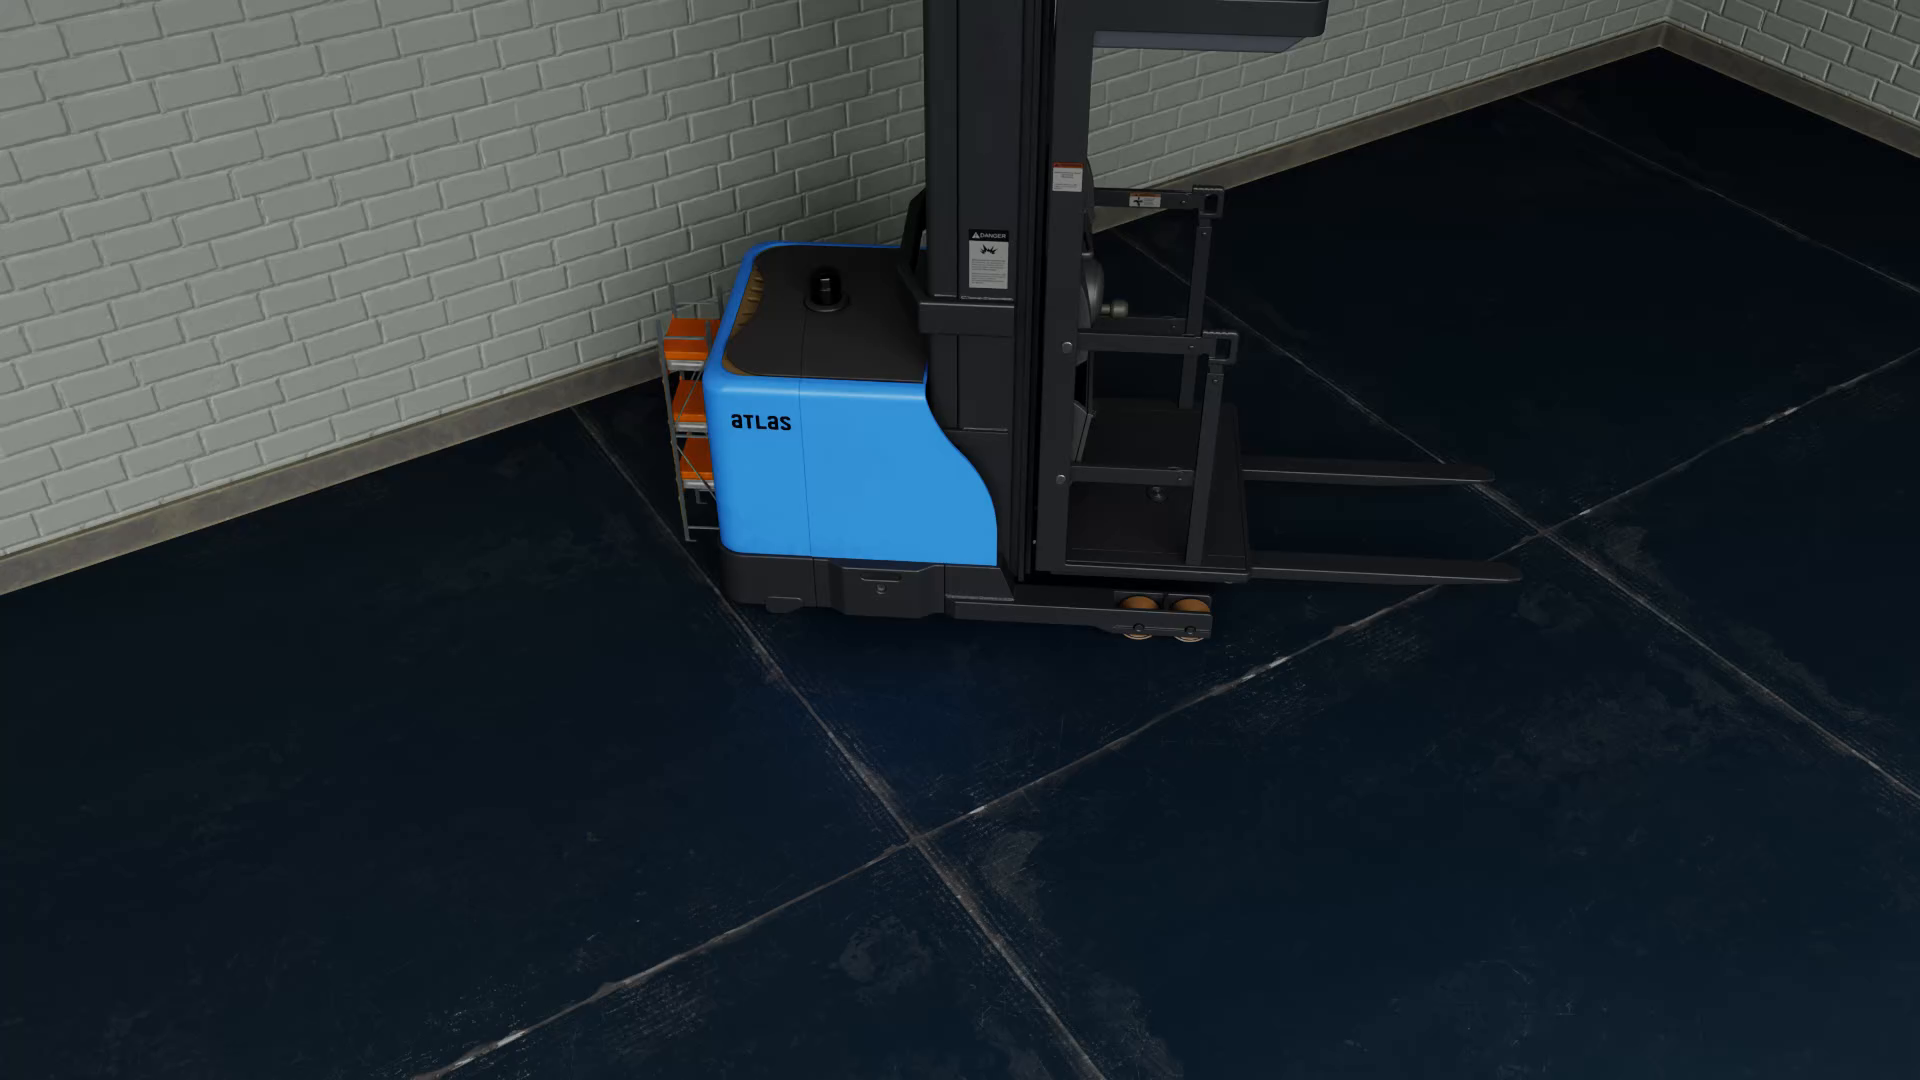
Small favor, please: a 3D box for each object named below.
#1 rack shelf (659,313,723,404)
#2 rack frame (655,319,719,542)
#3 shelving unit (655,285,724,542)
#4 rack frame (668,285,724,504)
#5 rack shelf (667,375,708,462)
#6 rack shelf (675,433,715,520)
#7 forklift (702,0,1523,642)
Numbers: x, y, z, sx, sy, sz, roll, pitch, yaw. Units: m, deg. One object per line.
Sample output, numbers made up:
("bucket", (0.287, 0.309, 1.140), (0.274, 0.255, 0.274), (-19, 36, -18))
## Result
("rack shelf", (-1.005, -0.684, 6.325), (0.215, 0.259, 0.240), (2, 40, 3))
("rack frame", (-1.013, -0.397, 6.406), (0.200, 1.050, 0.008), (2, 40, 3))
("shelving unit", (-1.005, -0.475, 6.499), (0.215, 1.050, 0.252), (2, 40, 3))
("rack frame", (-0.998, -0.553, 6.593), (0.200, 1.050, 0.008), (2, 40, 3))
("rack shelf", (-1.005, -0.466, 6.506), (0.215, 0.259, 0.240), (2, 40, 3))
("rack shelf", (-1.005, -0.253, 6.684), (0.215, 0.259, 0.240), (2, 40, 3))
("forklift", (0.626, -1.096, 5.775), (3.031, 2.935, 1.130), (3, 40, 3))
